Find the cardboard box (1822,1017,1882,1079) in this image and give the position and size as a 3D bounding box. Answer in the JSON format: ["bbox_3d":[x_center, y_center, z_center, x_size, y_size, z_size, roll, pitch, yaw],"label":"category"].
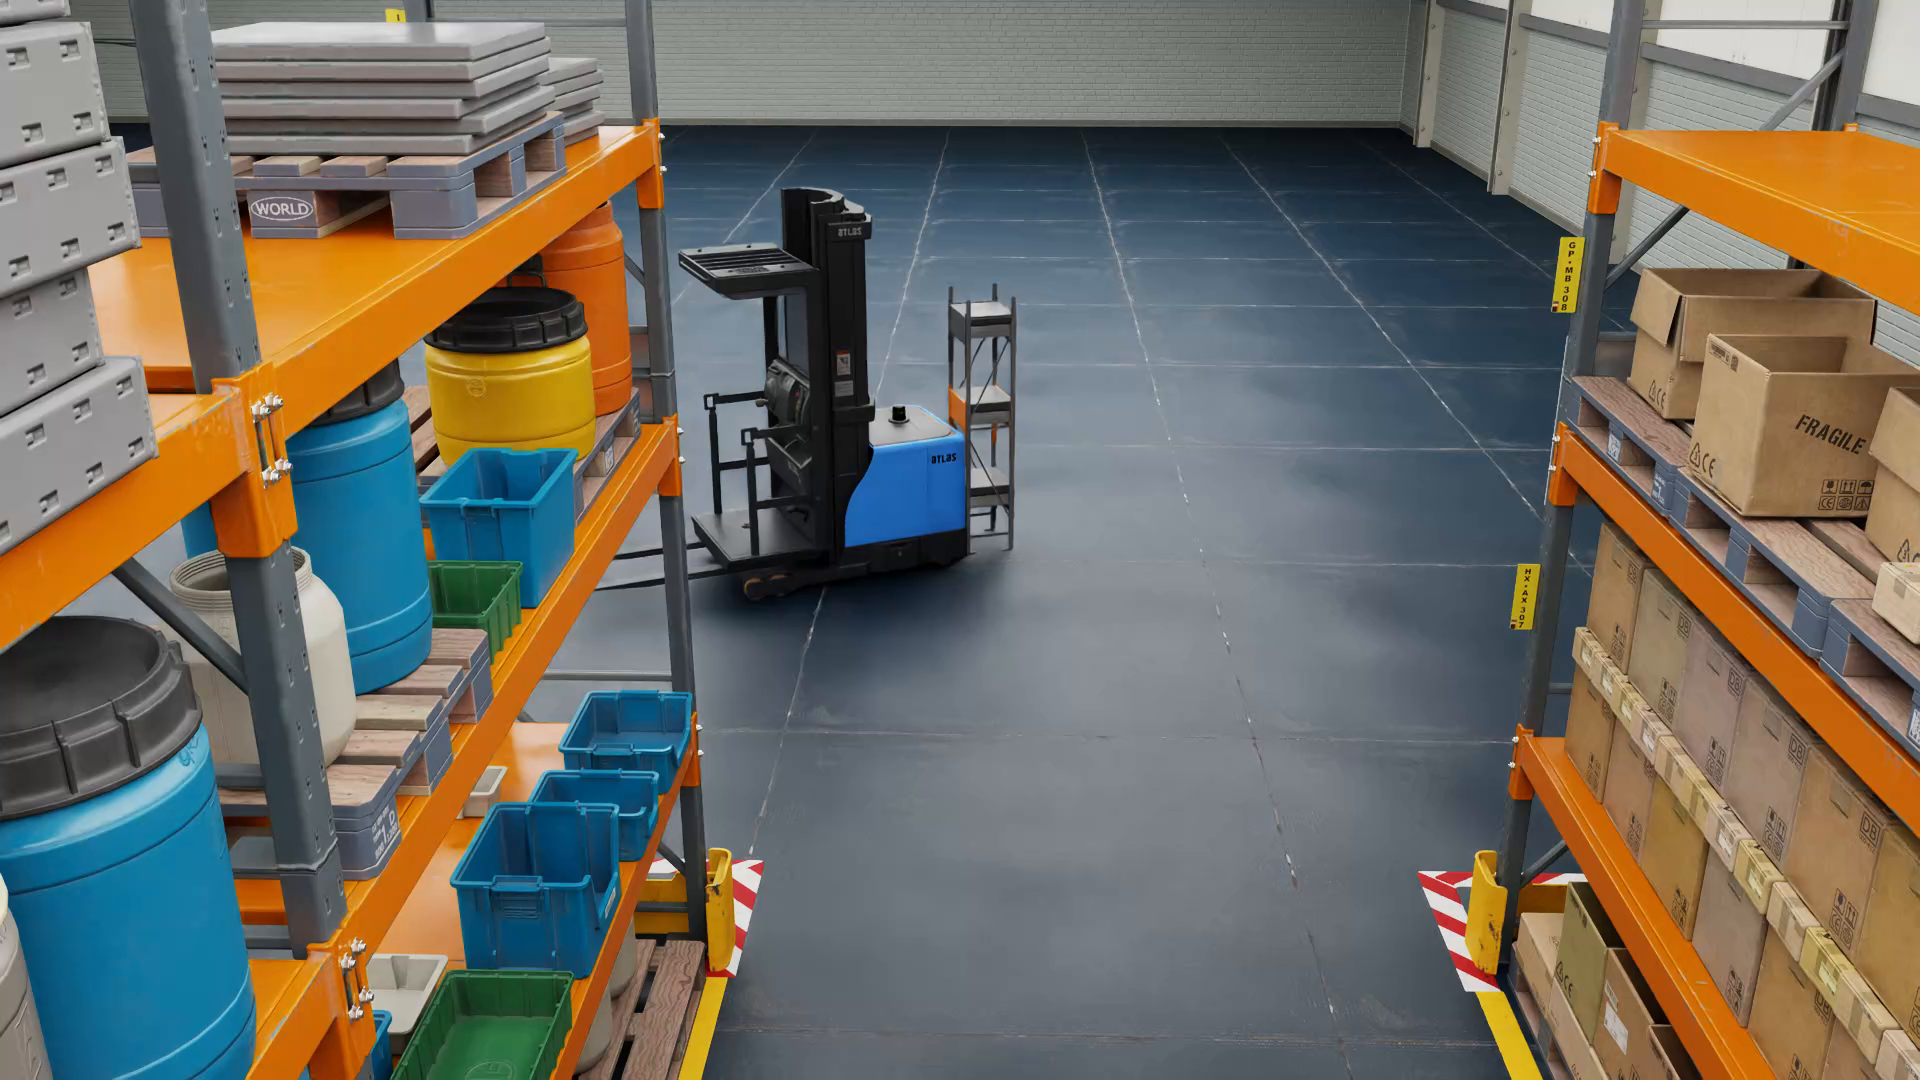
[{"bbox_3d":[3.063,1.761,4.999,0.700,0.500,0.500,0,21,1],"label":"cardboard box"}]

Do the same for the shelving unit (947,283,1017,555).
[{"bbox_3d":[0.172,-0.968,13.413,0.431,2.100,0.503,-6,22,-15],"label":"shelving unit"}]

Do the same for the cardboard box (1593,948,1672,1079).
[{"bbox_3d":[2.913,2.002,6.699,0.500,0.500,0.500,1,21,2],"label":"cardboard box"}]

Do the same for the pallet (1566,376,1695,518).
[{"bbox_3d":[3.120,-0.389,6.655,1.003,0.211,1.213,1,21,2],"label":"pallet"}]

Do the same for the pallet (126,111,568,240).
[{"bbox_3d":[-1.873,-1.160,5.186,1.003,0.211,1.213,1,21,2],"label":"pallet"}]

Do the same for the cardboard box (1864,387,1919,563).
[{"bbox_3d":[3.222,-0.143,4.980,0.797,0.503,0.637,3,21,8],"label":"cardboard box"}]

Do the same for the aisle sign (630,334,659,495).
[{"bbox_3d":[-1.484,-0.578,7.572,0.394,0.787,0.004,1,21,2],"label":"aisle sign"}]

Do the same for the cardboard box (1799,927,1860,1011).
[{"bbox_3d":[2.873,1.341,5.184,0.380,0.149,0.250,1,21,1],"label":"cardboard box"}]

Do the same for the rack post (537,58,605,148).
[{"bbox_3d":[-1.934,-1.635,6.288,0.937,0.300,0.954,3,21,7],"label":"rack post"}]

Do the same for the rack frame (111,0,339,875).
[{"bbox_3d":[-1.905,-0.694,3.171,1.000,3.000,0.127,1,21,2],"label":"rack frame"}]

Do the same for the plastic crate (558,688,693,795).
[{"bbox_3d":[-1.500,0.910,7.535,0.499,0.251,0.616,1,21,2],"label":"plastic crate"}]

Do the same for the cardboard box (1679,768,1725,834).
[{"bbox_3d":[2.903,0.969,6.144,0.380,0.149,0.250,0,21,1],"label":"cardboard box"}]

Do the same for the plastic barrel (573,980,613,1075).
[{"bbox_3d":[-1.742,2.041,7.275,0.421,0.512,0.421,0,21,0],"label":"plastic barrel"}]

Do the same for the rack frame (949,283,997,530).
[{"bbox_3d":[0.103,-1.052,13.631,0.400,2.100,0.015,-6,22,-15],"label":"rack frame"}]

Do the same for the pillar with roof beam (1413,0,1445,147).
[{"bbox_3d":[5.572,-12.663,34.018,9.100,9.000,0.400,1,21,2],"label":"pillar with roof beam"}]

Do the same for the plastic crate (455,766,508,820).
[{"bbox_3d":[-2.132,1.100,7.206,0.298,0.136,0.250,1,21,2],"label":"plastic crate"}]

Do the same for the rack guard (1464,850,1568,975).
[{"bbox_3d":[3.168,1.869,8.314,1.175,0.500,0.348,1,21,2],"label":"rack guard"}]

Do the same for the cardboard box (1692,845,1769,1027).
[{"bbox_3d":[3.096,1.394,5.944,0.700,0.500,0.500,1,21,3],"label":"cardboard box"}]

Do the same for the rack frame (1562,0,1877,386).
[{"bbox_3d":[3.167,-2.084,6.754,1.000,3.000,0.127,1,21,2],"label":"rack frame"}]

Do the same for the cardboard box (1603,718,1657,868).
[{"bbox_3d":[3.129,1.024,6.897,0.700,0.500,0.500,1,21,3],"label":"cardboard box"}]

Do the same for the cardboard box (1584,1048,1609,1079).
[{"bbox_3d":[2.902,2.352,6.835,0.500,0.250,0.500,1,21,2],"label":"cardboard box"}]

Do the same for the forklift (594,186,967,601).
[{"bbox_3d":[-1.504,-1.124,12.667,3.031,2.935,1.130,-9,23,-22],"label":"forklift"}]

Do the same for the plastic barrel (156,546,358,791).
[{"bbox_3d":[-1.696,0.303,4.013,0.421,0.512,0.421,0,21,0],"label":"plastic barrel"}]

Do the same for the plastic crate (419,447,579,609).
[{"bbox_3d":[-1.541,-0.042,5.658,0.392,0.384,0.575,1,21,2],"label":"plastic crate"}]

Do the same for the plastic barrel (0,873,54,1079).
[{"bbox_3d":[-1.724,0.894,2.533,0.600,0.901,0.600,0,21,0],"label":"plastic barrel"}]

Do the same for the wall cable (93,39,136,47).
[{"bbox_3d":[-20.199,-12.565,38.058,3.097,2.526,0.112,1,21,2],"label":"wall cable"}]

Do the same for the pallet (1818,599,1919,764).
[{"bbox_3d":[3.046,0.493,4.381,1.003,0.211,1.213,1,21,2],"label":"pallet"}]

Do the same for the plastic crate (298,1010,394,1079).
[{"bbox_3d":[-2.143,1.769,5.322,0.499,0.251,0.616,1,21,2],"label":"plastic crate"}]

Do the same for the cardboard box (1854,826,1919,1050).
[{"bbox_3d":[3.067,1.164,4.744,0.700,0.500,0.500,1,21,1],"label":"cardboard box"}]

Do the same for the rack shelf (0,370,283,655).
[{"bbox_3d":[-1.966,0.551,1.509,1.077,0.370,4.000,1,21,2],"label":"rack shelf"}]

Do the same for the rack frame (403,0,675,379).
[{"bbox_3d":[-1.783,-2.140,6.898,1.000,3.000,0.127,1,21,2],"label":"rack frame"}]

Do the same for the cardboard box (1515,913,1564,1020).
[{"bbox_3d":[2.929,1.990,7.767,0.500,0.250,0.500,1,21,2],"label":"cardboard box"}]

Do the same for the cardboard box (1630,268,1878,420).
[{"bbox_3d":[3.146,-0.787,6.641,0.797,0.503,0.637,2,21,5],"label":"cardboard box"}]

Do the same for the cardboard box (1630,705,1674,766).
[{"bbox_3d":[2.916,0.780,6.631,0.380,0.149,0.250,0,21,1],"label":"cardboard box"}]

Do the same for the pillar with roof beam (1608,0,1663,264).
[{"bbox_3d":[5.207,-8.324,22.836,9.100,9.000,0.400,1,21,2],"label":"pillar with roof beam"}]

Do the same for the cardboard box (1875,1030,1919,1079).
[{"bbox_3d":[2.855,1.525,4.710,0.380,0.149,0.250,0,21,0],"label":"cardboard box"}]

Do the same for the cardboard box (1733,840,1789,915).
[{"bbox_3d":[2.885,1.154,5.667,0.380,0.149,0.250,1,21,3],"label":"cardboard box"}]

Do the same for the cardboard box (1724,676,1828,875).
[{"bbox_3d":[3.099,0.802,5.676,0.700,0.500,0.500,1,21,2],"label":"cardboard box"}]

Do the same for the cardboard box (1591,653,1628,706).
[{"bbox_3d":[2.935,0.598,7.098,0.380,0.149,0.250,0,21,0],"label":"cardboard box"}]

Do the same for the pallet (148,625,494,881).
[{"bbox_3d":[-1.981,0.531,4.423,1.213,0.211,1.003,1,21,2],"label":"pallet"}]

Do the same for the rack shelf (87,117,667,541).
[{"bbox_3d":[-1.844,-0.895,5.237,1.077,0.370,4.000,1,21,2],"label":"rack shelf"}]

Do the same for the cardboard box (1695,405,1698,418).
[{"bbox_3d":[2.955,-0.406,6.150,0.380,0.149,0.250,1,21,2],"label":"cardboard box"}]

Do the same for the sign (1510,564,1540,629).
[{"bbox_3d":[2.613,0.264,7.690,0.100,0.325,0.005,1,21,2],"label":"sign"}]

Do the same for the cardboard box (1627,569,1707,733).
[{"bbox_3d":[3.128,0.439,6.612,0.700,0.500,0.500,0,21,0],"label":"cardboard box"}]

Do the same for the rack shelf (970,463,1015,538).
[{"bbox_3d":[0.172,-0.302,13.670,0.431,0.518,0.480,-6,22,-15],"label":"rack shelf"}]

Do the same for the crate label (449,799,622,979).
[{"bbox_3d":[-1.569,1.309,6.254,0.502,0.435,0.616,1,21,2],"label":"crate label"}]

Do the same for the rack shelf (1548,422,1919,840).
[{"bbox_3d":[3.107,0.373,5.563,1.077,0.370,4.000,1,21,2],"label":"rack shelf"}]

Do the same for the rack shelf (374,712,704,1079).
[{"bbox_3d":[-1.844,1.715,6.250,1.077,0.370,4.000,1,21,2],"label":"rack shelf"}]

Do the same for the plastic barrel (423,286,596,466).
[{"bbox_3d":[-1.691,-0.612,6.265,0.600,0.588,0.600,0,21,0],"label":"plastic barrel"}]

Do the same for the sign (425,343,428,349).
[{"bbox_3d":[-2.333,-0.754,7.459,0.100,0.325,0.005,1,21,2],"label":"sign"}]
